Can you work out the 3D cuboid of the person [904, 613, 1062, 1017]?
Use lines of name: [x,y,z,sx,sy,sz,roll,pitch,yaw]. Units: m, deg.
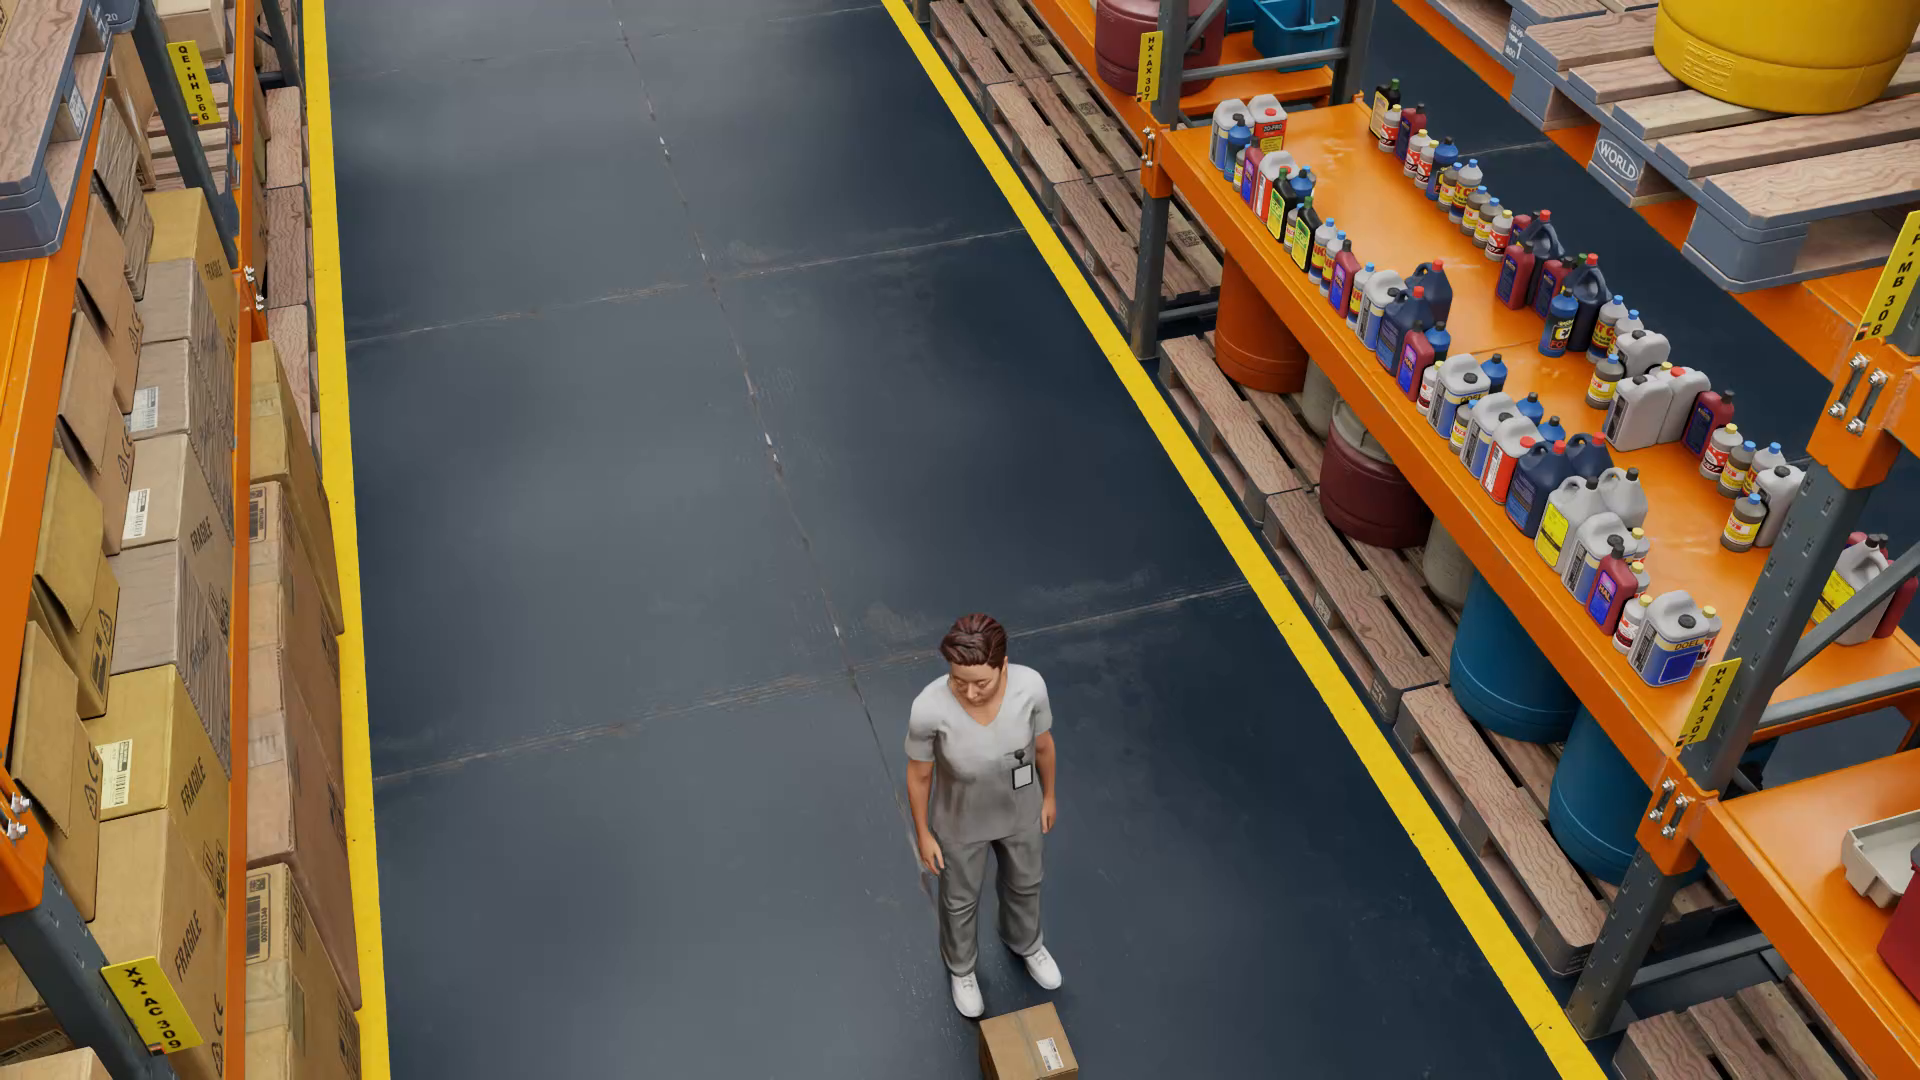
person: [0.083,0.866,5.208,0.496,1.700,0.392,-11,44,-12]
